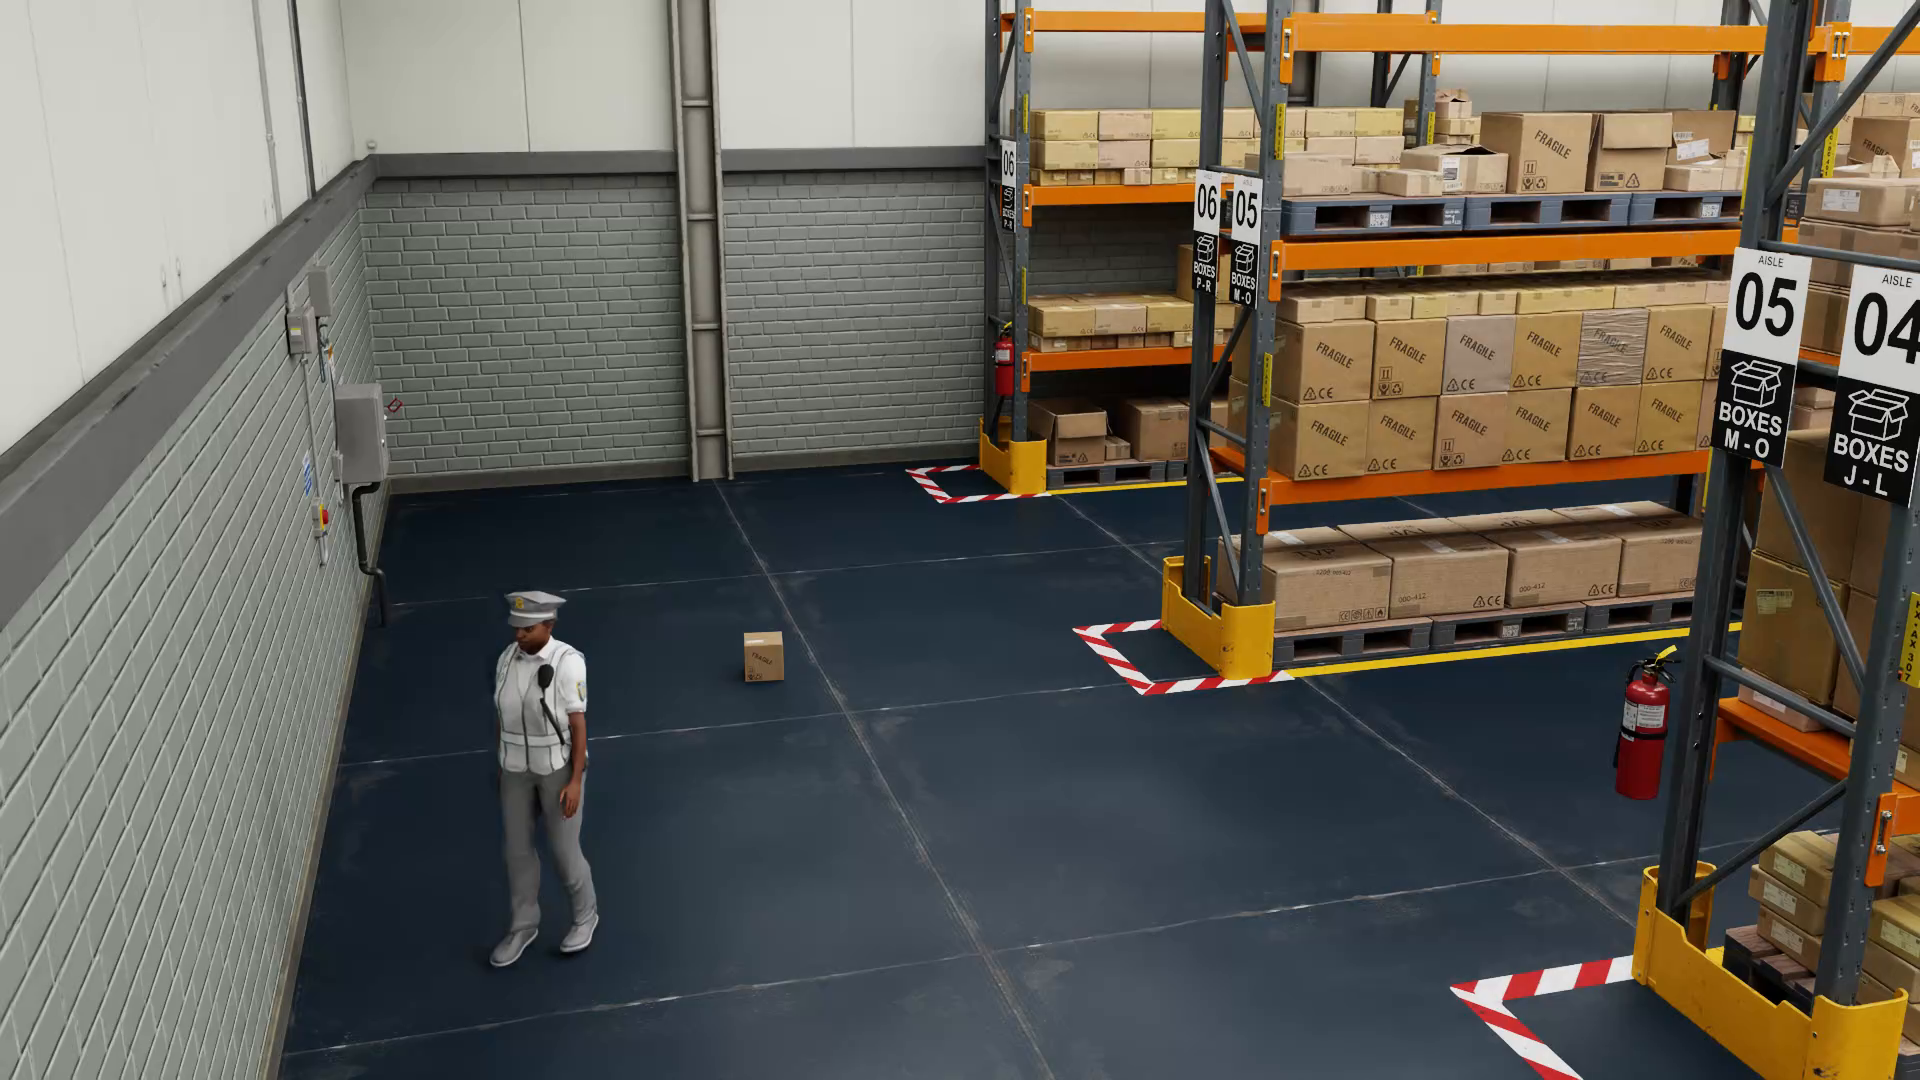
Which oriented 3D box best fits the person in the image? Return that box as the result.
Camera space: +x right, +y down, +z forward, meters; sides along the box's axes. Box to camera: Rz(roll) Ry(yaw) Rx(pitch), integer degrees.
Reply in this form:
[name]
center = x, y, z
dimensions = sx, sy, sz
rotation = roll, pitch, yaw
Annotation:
[person]
center = -1.869, 1.047, 7.346
dimensions = 0.489, 1.695, 0.451
rotation = 4, 17, 14
